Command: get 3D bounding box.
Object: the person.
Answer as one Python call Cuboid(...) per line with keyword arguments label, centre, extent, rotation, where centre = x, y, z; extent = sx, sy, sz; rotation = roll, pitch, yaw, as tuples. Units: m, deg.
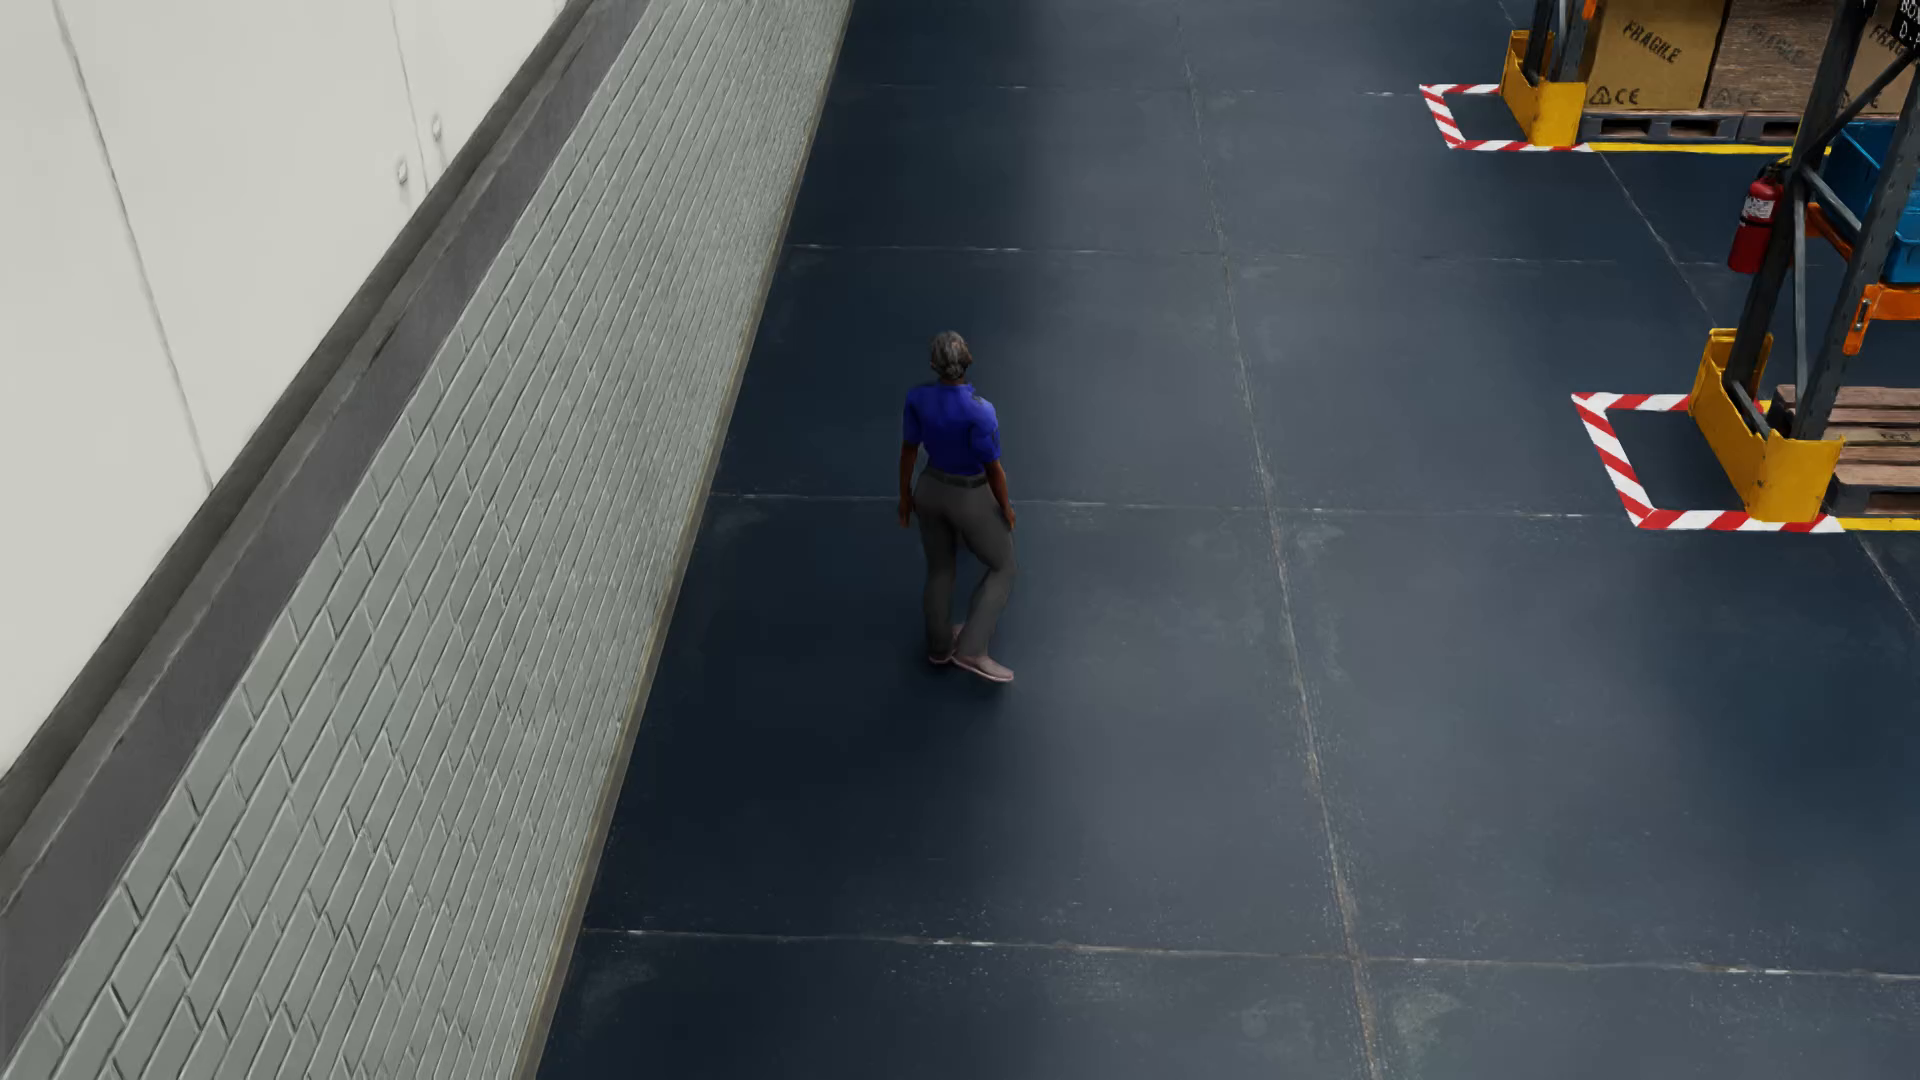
Cuboid(label="person", centre=(0.010, -0.124, 7.261), extent=(0.637, 1.651, 0.433), rotation=(19, 40, 25))
